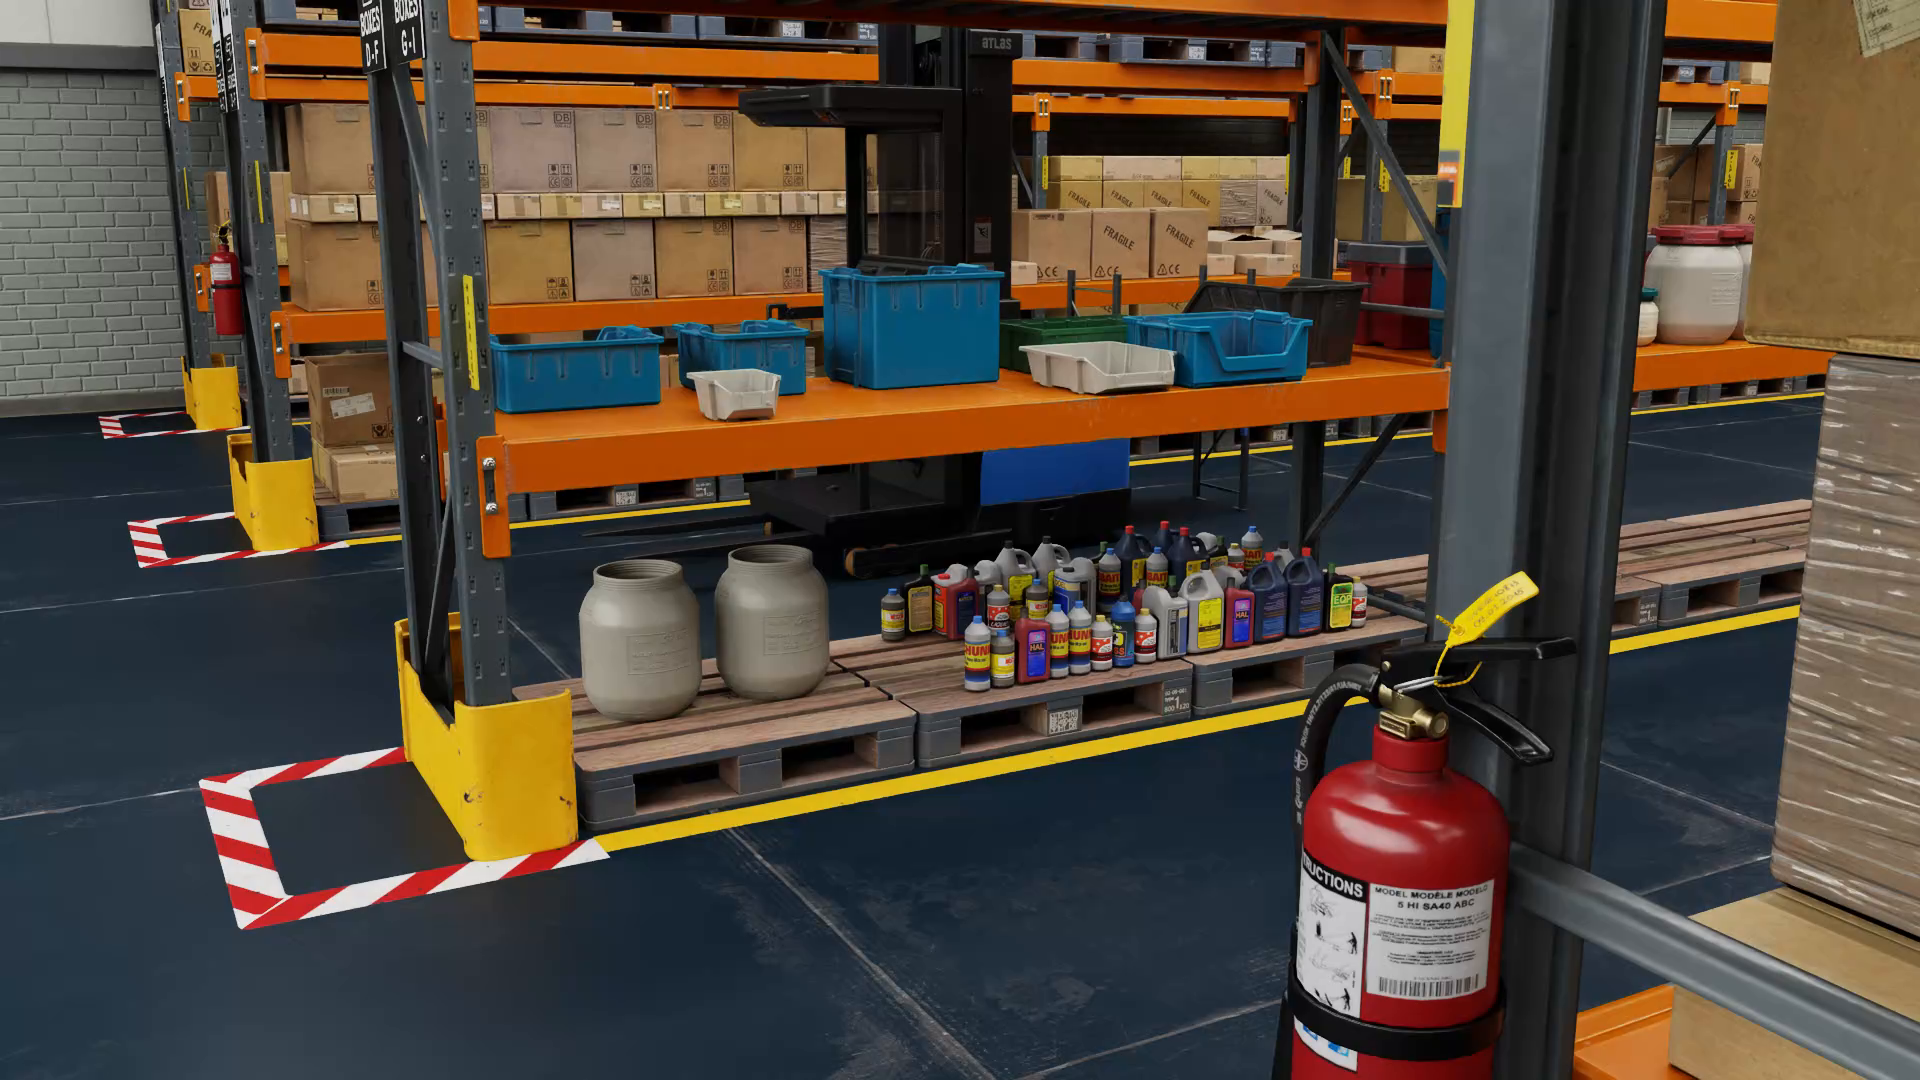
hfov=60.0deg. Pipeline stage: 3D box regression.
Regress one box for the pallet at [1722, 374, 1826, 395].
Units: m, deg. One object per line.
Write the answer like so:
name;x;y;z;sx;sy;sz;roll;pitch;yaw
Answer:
pallet;8.162;-1.630;16.373;1.213;0.211;1.003;-7;14;-28

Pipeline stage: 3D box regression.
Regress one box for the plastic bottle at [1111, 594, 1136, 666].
plastic bottle;0.631;0.346;6.453;0.097;0.271;0.097;0;13;0

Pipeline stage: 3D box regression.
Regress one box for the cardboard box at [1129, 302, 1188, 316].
cardboard box;2.079;-2.622;18.368;0.750;0.750;0.750;-7;14;-28

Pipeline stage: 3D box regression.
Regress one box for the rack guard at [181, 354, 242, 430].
rack guard;-6.356;-1.270;14.113;0.348;0.500;1.175;-7;14;-28

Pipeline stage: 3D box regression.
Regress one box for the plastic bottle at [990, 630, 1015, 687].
plastic bottle;0.156;0.437;6.207;0.097;0.201;0.097;0;13;0

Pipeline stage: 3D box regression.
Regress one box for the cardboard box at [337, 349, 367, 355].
cardboard box;-5.272;-1.500;14.562;0.500;0.311;0.500;-6;14;-23

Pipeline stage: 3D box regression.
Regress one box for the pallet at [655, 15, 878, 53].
pallet;-1.271;-3.273;10.692;1.213;0.211;1.003;-7;14;-28

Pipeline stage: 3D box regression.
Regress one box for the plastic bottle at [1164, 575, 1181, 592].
plastic bottle;0.884;0.278;6.726;0.133;0.283;0.061;-7;14;-28

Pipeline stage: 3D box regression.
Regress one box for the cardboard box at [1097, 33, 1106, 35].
cardboard box;1.172;-3.732;11.915;0.500;0.250;0.500;-8;15;-33

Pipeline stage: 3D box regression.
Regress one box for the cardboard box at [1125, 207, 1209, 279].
cardboard box;1.511;-2.238;12.493;0.500;0.500;0.500;-8;15;-31

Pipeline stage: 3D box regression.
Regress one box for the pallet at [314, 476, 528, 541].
pallet;-3.395;-0.255;10.262;1.213;0.211;1.003;-7;14;-28

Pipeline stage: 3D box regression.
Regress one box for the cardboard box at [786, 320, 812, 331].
cardboard box;-1.844;-2.042;16.542;0.500;0.500;0.700;-7;15;-29

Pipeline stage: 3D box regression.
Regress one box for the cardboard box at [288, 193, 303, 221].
cardboard box;-3.802;-1.969;9.822;0.250;0.149;0.380;-7;15;-29

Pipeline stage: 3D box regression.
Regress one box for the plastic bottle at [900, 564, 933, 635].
plastic bottle;-0.180;0.245;6.873;0.133;0.283;0.061;-6;14;-26

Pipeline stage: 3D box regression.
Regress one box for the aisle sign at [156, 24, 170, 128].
aisle sign;-6.342;-3.684;13.227;0.004;0.787;0.394;-7;14;-28

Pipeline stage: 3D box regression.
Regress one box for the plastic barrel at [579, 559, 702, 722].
plastic barrel;-1.135;0.353;5.919;0.421;0.512;0.421;0;13;0

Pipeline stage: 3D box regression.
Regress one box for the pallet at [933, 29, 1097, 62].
pallet;0.233;-3.413;11.547;1.217;0.209;0.805;-8;15;-30

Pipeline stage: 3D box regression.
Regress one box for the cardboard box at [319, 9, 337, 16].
cardboard box;-5.059;-4.584;13.763;0.500;0.500;0.500;-6;14;-26

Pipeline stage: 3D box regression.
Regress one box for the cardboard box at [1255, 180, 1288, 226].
cardboard box;3.383;-3.795;18.688;0.500;0.500;0.500;-7;14;-27

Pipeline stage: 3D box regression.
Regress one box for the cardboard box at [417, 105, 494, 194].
cardboard box;-3.125;-2.317;9.892;0.500;0.500;0.700;-7;15;-29

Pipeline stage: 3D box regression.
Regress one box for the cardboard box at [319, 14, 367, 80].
cardboard box;-5.067;-4.095;13.869;0.500;0.500;0.500;-6;14;-25

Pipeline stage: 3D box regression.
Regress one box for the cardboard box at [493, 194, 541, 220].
cardboard box;-2.693;-2.001;9.963;0.250;0.149;0.380;-7;15;-30

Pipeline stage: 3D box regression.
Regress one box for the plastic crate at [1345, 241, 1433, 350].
plastic crate;2.113;-1.134;7.670;0.583;0.464;0.402;-7;14;-28

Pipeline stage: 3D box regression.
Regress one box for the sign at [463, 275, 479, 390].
sign;-1.416;-0.601;4.816;0.005;0.325;0.100;-7;14;-28

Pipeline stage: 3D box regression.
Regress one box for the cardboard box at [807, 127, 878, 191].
cardboard box;-0.922;-2.582;11.066;0.500;0.500;0.700;-7;14;-28

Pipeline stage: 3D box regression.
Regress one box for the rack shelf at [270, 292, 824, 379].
rack shelf;-2.291;-1.386;10.576;4.000;0.370;1.077;-7;14;-28

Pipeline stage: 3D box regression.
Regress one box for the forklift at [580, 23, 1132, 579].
forklift;-0.536;-1.358;8.967;3.031;2.935;1.130;-8;15;-31

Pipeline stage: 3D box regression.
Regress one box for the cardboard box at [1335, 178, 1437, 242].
cardboard box;3.475;-2.710;13.636;0.700;0.500;0.500;11;17;41

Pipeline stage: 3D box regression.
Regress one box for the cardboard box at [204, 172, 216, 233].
cardboard box;-6.111;-2.874;14.137;0.500;0.500;0.500;-7;14;-28

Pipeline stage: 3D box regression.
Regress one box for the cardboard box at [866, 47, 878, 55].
cardboard box;-0.583;-4.728;16.673;0.637;0.503;0.797;-5;14;-20

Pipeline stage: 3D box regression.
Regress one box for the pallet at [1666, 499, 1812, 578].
pallet;4.647;0.021;9.036;1.213;0.211;1.003;-7;14;-28

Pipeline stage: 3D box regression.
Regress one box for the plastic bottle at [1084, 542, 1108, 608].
plastic bottle;0.597;0.152;7.287;0.133;0.283;0.061;-6;14;-25

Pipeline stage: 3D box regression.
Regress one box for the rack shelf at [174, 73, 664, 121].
rack shelf;-4.667;-3.804;14.487;4.000;0.370;1.077;-7;14;-28

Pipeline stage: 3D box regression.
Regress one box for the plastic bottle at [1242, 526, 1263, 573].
plastic bottle;1.345;0.073;7.667;0.097;0.271;0.097;0;13;0

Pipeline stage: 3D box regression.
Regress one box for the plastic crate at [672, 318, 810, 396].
plastic crate;-0.807;-0.677;6.124;0.408;0.251;0.499;-7;14;-28

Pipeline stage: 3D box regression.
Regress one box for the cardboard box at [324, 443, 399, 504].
cardboard box;-3.469;-0.404;9.878;0.500;0.250;0.500;-7;14;-28

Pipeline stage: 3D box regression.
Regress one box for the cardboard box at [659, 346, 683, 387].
cardboard box;-1.719;-0.983;10.741;0.500;0.500;0.500;-7;14;-28

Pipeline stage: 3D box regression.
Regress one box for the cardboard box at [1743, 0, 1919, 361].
cardboard box;1.062;-0.405;1.393;0.500;0.500;0.500;-7;14;-28

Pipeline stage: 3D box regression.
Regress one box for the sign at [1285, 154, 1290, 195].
sign;2.708;-2.998;13.644;0.005;0.325;0.100;-7;14;-28

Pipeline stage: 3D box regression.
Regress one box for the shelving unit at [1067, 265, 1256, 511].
shelving unit;1.221;-0.902;10.201;1.048;1.500;0.538;-8;15;-31

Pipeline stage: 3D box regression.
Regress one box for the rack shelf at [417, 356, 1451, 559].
rack shelf;0.080;-0.431;6.333;4.000;0.370;1.077;-7;14;-28

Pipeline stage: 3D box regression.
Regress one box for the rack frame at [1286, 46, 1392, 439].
rack frame;2.976;-2.369;13.302;0.127;3.000;1.000;-7;14;-28

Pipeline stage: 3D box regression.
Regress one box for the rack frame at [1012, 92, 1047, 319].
rack frame;0.599;-3.323;17.542;0.127;3.000;1.000;-7;14;-28

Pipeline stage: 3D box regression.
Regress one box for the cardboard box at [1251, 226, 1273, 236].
cardboard box;3.286;-3.452;18.643;0.250;0.149;0.380;-7;14;-28

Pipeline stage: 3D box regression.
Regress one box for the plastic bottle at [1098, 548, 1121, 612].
plastic bottle;0.651;0.171;7.229;0.097;0.271;0.097;0;13;0

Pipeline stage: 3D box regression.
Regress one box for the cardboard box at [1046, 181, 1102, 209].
cardboard box;1.148;-3.528;17.504;0.500;0.500;0.500;-6;14;-26

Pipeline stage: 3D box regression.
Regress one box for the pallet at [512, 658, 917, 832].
pallet;-0.916;0.687;6.076;1.213;0.211;1.003;-7;14;-28

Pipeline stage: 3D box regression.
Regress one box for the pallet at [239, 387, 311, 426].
pallet;-5.626;-1.207;14.494;1.213;0.211;1.003;-7;14;-28

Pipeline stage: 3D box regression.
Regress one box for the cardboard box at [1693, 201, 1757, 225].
cardboard box;7.065;-2.839;15.166;0.500;0.500;0.500;-6;14;-26

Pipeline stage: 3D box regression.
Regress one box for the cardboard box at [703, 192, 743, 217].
cardboard box;-1.565;-2.136;10.565;0.250;0.149;0.380;-7;14;-28

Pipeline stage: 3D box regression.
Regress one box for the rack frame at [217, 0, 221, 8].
rack frame;-4.046;-4.454;8.904;0.127;3.000;1.000;-7;14;-28

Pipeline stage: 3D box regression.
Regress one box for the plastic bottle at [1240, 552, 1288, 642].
plastic bottle;1.239;0.228;6.794;0.185;0.351;0.144;-8;15;-31

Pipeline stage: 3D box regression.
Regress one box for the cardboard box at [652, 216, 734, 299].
cardboard box;-1.824;-1.840;10.725;0.500;0.500;0.700;-7;14;-27
